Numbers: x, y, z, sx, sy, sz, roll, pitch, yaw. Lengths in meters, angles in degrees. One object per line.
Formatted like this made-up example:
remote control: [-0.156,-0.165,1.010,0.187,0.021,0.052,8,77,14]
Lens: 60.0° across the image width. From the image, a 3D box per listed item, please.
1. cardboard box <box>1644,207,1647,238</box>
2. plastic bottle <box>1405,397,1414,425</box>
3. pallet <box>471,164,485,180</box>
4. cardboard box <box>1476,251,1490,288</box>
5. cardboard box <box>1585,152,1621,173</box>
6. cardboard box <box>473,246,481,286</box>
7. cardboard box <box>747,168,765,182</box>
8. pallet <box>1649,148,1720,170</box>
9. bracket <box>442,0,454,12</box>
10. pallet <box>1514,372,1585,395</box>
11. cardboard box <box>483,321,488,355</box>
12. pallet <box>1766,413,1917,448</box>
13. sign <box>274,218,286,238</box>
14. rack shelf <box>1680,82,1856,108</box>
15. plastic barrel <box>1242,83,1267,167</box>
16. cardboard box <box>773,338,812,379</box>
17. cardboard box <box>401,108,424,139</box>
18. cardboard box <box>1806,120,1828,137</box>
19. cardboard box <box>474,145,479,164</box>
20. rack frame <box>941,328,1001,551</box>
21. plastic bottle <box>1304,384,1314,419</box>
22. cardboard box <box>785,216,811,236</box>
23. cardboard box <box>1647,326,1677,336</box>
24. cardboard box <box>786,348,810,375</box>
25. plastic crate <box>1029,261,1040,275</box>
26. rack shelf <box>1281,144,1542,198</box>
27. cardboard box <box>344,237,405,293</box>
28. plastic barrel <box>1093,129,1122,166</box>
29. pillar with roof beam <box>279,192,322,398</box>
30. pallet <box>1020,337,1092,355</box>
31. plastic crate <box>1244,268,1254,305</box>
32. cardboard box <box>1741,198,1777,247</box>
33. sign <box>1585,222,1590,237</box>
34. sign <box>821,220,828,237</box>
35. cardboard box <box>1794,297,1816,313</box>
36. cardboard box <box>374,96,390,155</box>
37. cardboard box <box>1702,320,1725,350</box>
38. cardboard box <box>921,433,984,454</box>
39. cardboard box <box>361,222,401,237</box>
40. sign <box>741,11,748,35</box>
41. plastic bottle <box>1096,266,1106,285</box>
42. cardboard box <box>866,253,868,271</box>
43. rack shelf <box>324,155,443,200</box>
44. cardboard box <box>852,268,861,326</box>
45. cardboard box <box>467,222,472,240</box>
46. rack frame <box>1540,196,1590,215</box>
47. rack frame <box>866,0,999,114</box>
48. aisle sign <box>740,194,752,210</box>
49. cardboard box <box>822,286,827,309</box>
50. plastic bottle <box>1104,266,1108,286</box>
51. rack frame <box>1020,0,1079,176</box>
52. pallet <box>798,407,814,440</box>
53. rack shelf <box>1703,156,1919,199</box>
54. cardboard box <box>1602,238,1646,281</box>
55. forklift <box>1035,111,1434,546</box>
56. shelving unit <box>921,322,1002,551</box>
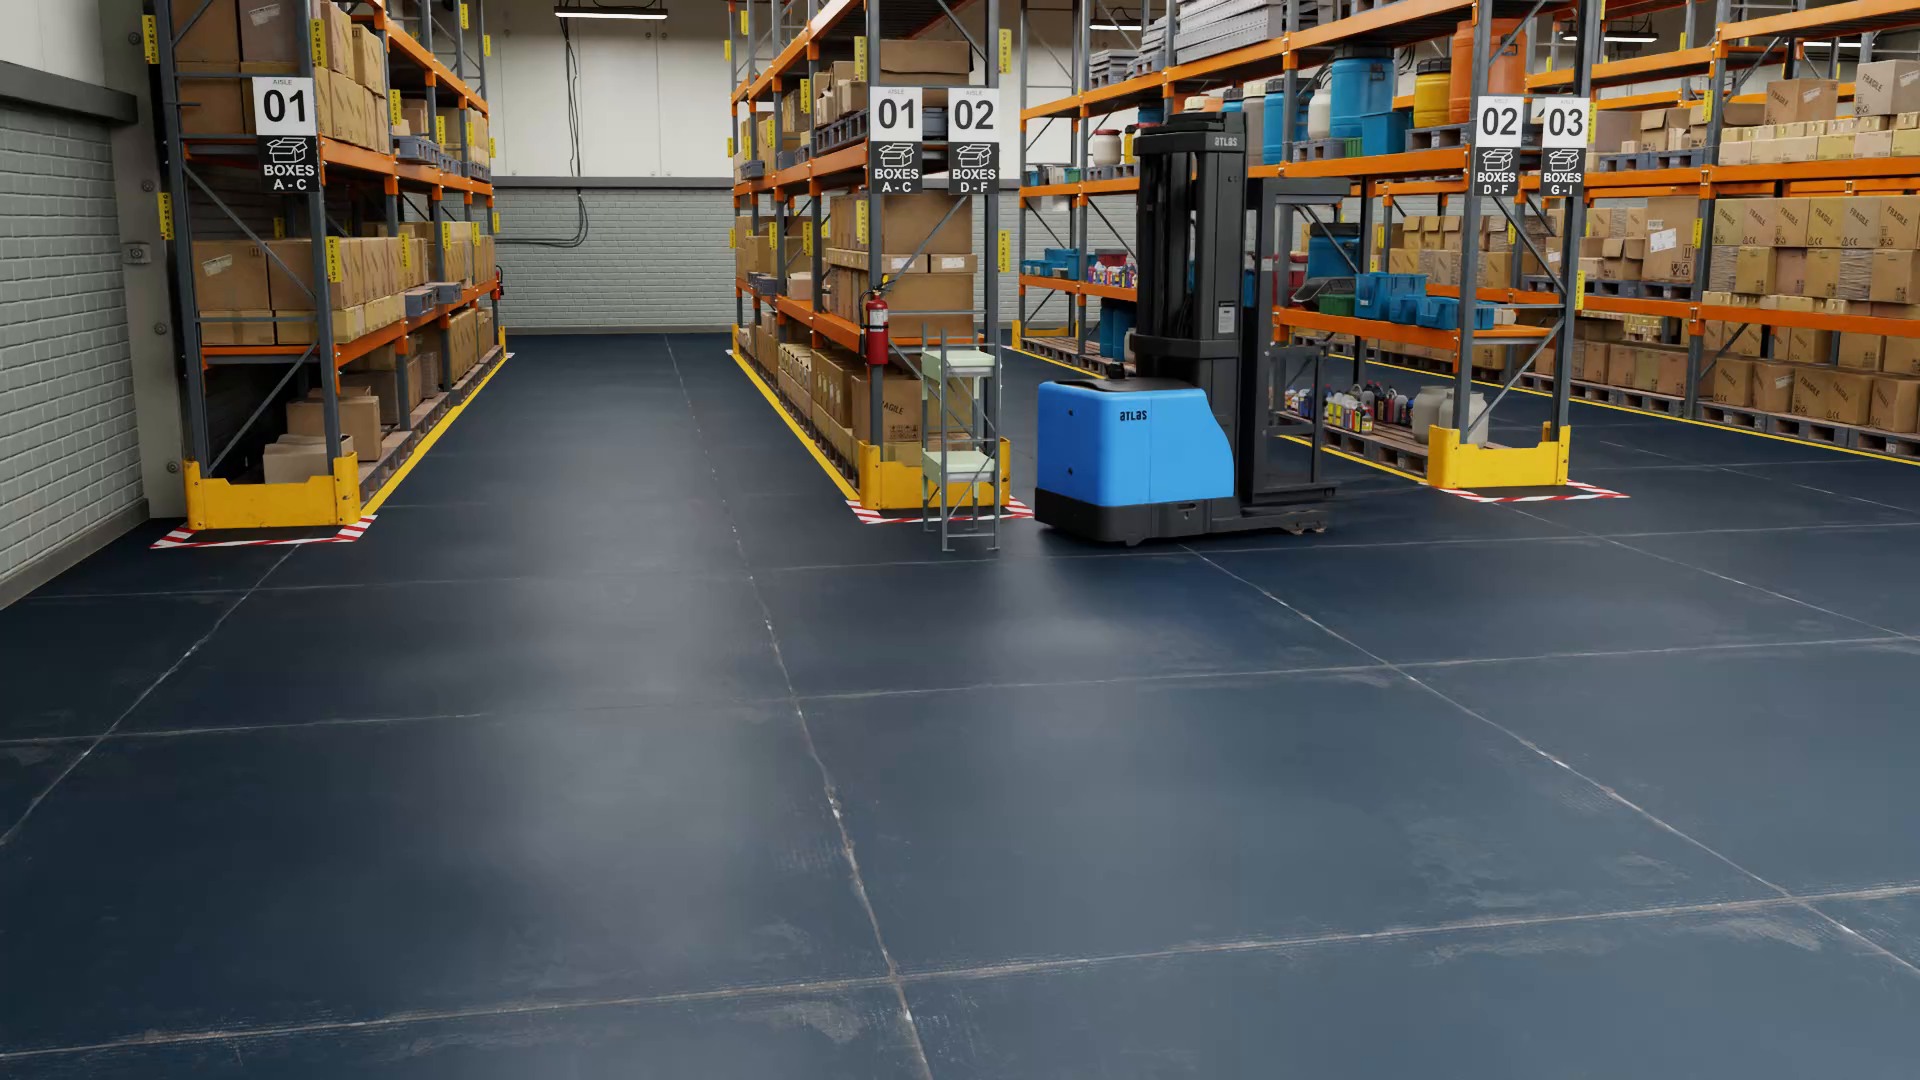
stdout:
cardboard box: [11.706,-5.250,27.520,0.500,0.500,0.500,-3,11,-13]
plastic bottle: [4.481,-1.282,16.532,0.097,0.271,0.097,0,11,0]
pallet: [-7.781,-5.589,25.251,1.003,0.211,1.213,-2,11,-11]
cardboard box: [7.526,-3.814,23.445,0.500,0.500,0.500,-2,11,-12]
cardboard box: [8.007,-4.708,20.789,0.500,0.250,0.500,-2,11,-10]
cardboard box: [-7.487,-4.032,24.058,0.980,0.700,0.700,-2,11,-10]
cardboard box: [-2.895,-5.445,24.661,0.500,0.250,0.500,-2,11,-11]
pallet: [8.719,-4.356,19.043,1.213,0.211,1.003,-2,11,-11]
bracket: [-9.743,-10.221,31.705,0.235,0.232,0.430,-2,11,-11]
pallet: [8.107,-2.079,22.052,1.003,0.211,1.213,-2,11,-11]
cardboard box: [-7.635,-3.091,25.474,0.700,0.500,0.500,-2,11,-10]
pallet: [9.140,-1.142,17.133,1.003,0.211,1.213,-2,11,-11]
sign: [-6.386,-2.866,15.633,0.100,0.325,0.005,-2,11,-11]
rack shelf: [12.452,-6.518,24.866,1.077,0.370,4.000,-2,11,-11]
plastic barrel: [3.437,-4.603,18.496,0.600,0.901,0.600,0,11,0]
cardboard box: [-2.174,-2.383,21.705,0.500,0.500,0.500,-2,11,-9]
cardboard box: [-6.769,-4.875,19.822,0.700,0.500,0.500,-3,11,-15]
cardboard box: [8.786,-4.145,16.765,0.380,0.149,0.250,-2,11,-12]
cardboard box: [-7.359,-5.671,24.455,0.500,0.250,0.500,-2,11,-12]
rack frame: [0.072,-0.668,11.197,0.400,1.500,0.023,-2,11,-11]
plastic bottle: [3.626,-1.430,17.094,0.144,0.351,0.185,-2,11,-9]
cardboard box: [-2.355,-4.603,24.915,0.500,0.500,0.500,-2,11,-10]
cardboard box: [11.690,-3.485,27.692,0.380,0.149,0.250,-2,11,-10]
cardboard box: [-1.740,-2.067,19.264,0.500,0.311,0.500,-2,11,-13]
plastic crate: [1.395,-4.648,28.382,0.416,0.233,0.300,-2,11,-11]
rack shelf: [4.265,-3.431,15.604,1.077,0.370,4.000,-2,11,-11]
cardboard box: [-5.447,-2.547,15.397,0.500,0.500,0.500,-2,11,-11]
plastic barrel: [2.176,-5.786,24.565,0.433,0.535,0.433,0,11,0]
pillar with roof beam: [-2.993,-5.885,18.549,9.100,9.000,0.400,-2,11,-11]
pallet: [1.664,-3.356,28.766,1.003,0.211,1.213,-2,11,-11]
plastic crate: [3.356,-2.861,18.749,0.392,0.384,0.575,-2,11,-11]
cardboard box: [8.671,-3.361,17.596,0.500,0.500,0.500,-2,11,-11]
sign: [8.487,-4.143,22.557,0.100,0.325,0.005,-2,11,-11]
sign: [-1.996,-4.555,24.511,0.100,0.325,0.005,-2,11,-11]
cardboard box: [8.786,-2.410,17.006,0.380,0.149,0.250,-2,11,-11]
cardboard box: [-5.501,-3.766,15.118,0.500,0.500,0.500,-2,11,-9]
cardboard box: [12.051,-3.223,26.172,0.500,0.500,0.500,-2,11,-8]
cardboard box: [-0.092,-0.727,13.724,0.500,0.250,0.500,-2,11,-11]
cardboard box: [-6.963,-3.699,19.984,0.500,0.250,0.500,-2,11,-9]
sign: [-3.075,-7.394,23.768,0.100,0.325,0.005,-2,11,-11]
plastic bottle: [2.107,-3.918,24.593,0.152,0.276,0.135,-2,11,-11]
cardboard box: [-0.569,-2.291,13.707,0.380,0.149,0.250,-2,11,-12]
rack shelf: [-6.231,-3.805,17.565,1.077,0.370,4.000,-2,11,-11]
cardboard box: [-0.588,-2.184,14.881,0.700,0.500,0.500,-2,11,-9]
cardboard box: [-7.056,-4.282,23.050,0.500,0.250,0.500,-2,11,-10]
rack frame: [11.285,-5.221,31.104,1.000,3.000,0.127,-2,11,-11]
rack frame: [-0.206,-4.712,12.386,1.000,3.000,0.127,-2,11,-11]
aisle sign: [-3.619,-5.978,28.131,0.394,0.787,0.004,-2,11,-11]
cardboard box: [-1.335,-2.587,17.626,0.396,0.266,0.258,-2,11,-12]
plastic bottle: [2.145,-3.842,24.173,0.061,0.283,0.133,-2,11,-11]
rack frame: [1.542,-7.826,28.746,1.000,3.000,0.127,-2,11,-11]
pallet: [-1.165,-1.262,17.764,1.003,0.211,1.213,-2,11,-11]
rack shelf: [9.123,-3.611,16.550,1.077,0.370,4.000,-2,11,-11]
cardboard box: [8.306,-3.430,20.294,0.797,0.503,0.637,-1,11,-5]
forklift: [2.099,-1.561,12.061,3.031,2.935,1.130,-5,12,-25]
shelving unit: [0.001,-0.736,11.550,0.431,1.500,0.755,-2,11,-11]
